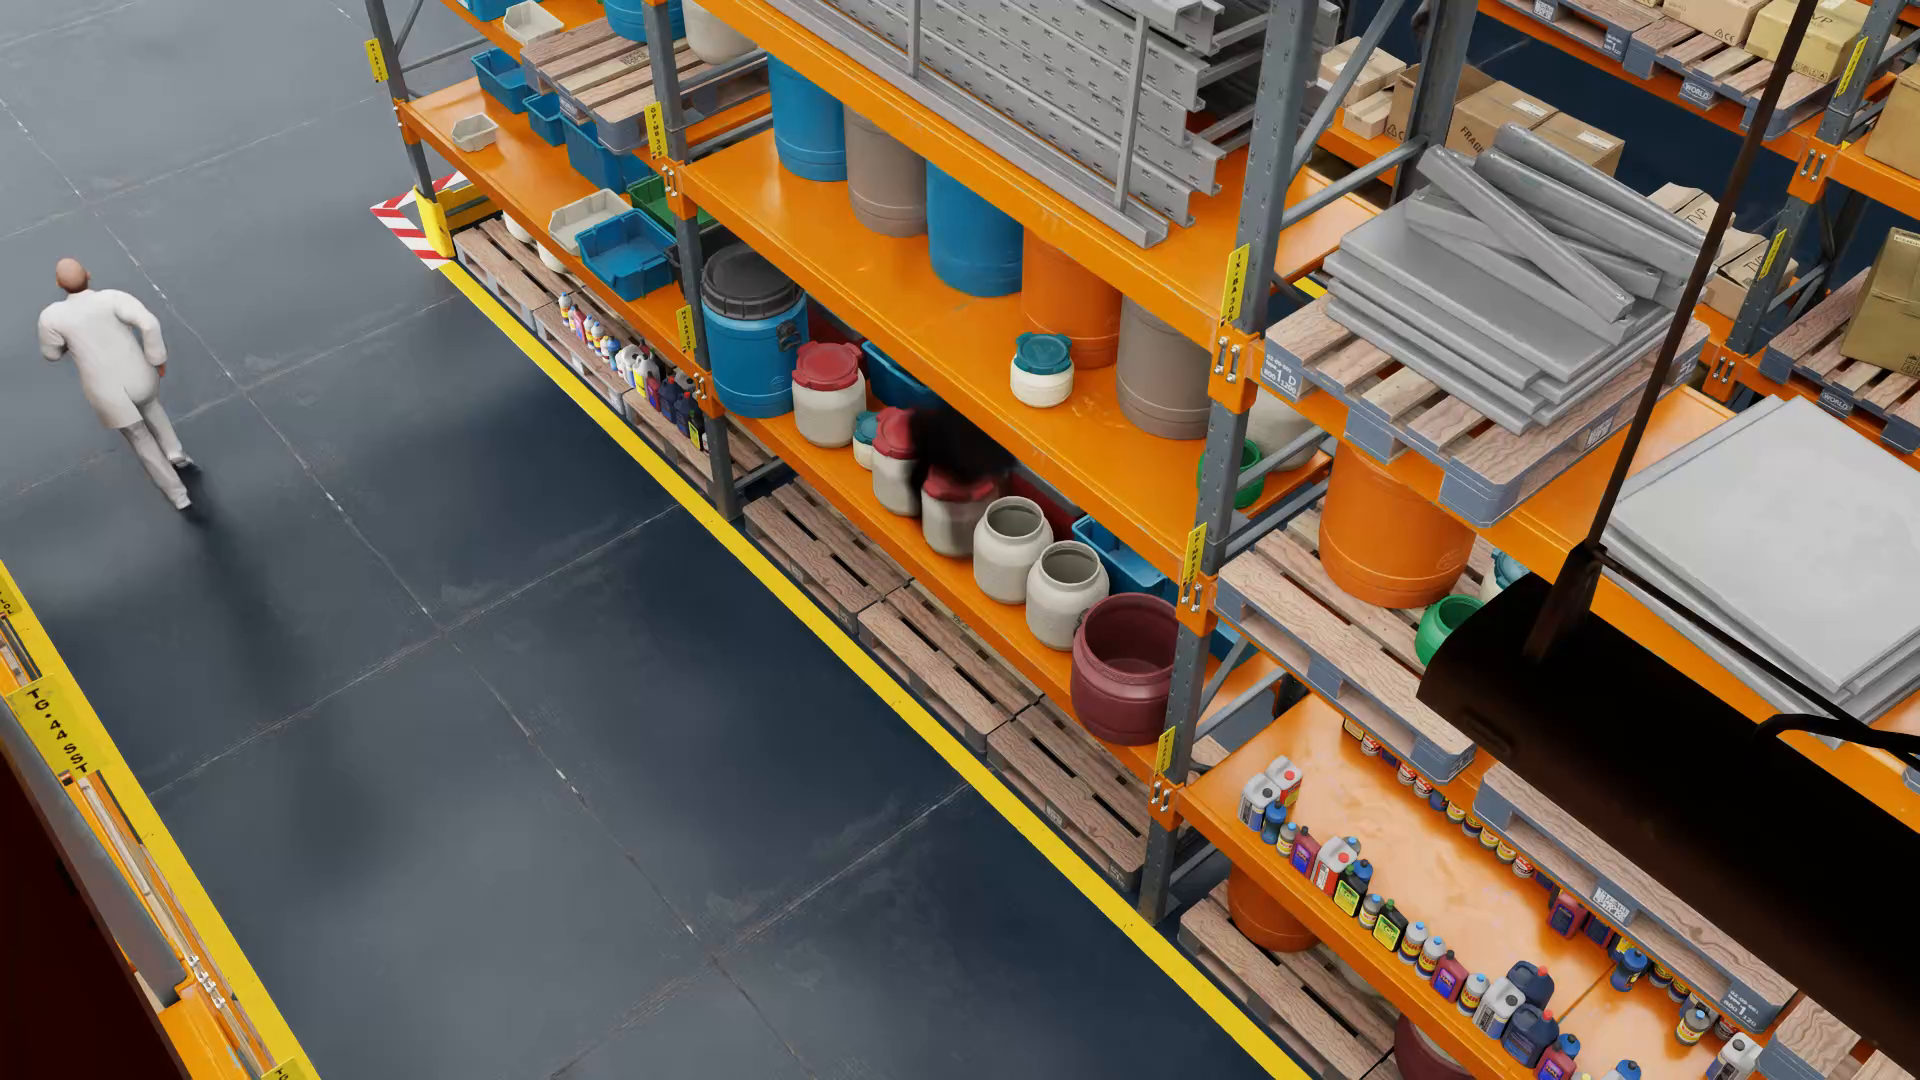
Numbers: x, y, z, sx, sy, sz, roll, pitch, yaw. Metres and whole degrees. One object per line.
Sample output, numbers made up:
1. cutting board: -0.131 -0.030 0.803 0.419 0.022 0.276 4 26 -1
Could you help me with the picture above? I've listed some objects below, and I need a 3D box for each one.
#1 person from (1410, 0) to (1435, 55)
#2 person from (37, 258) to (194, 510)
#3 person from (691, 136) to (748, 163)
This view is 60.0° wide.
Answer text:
1. person: 4.116 -4.582 14.182 0.686 1.716 0.588 23 51 20
2. person: -5.382 -0.938 10.745 0.685 1.738 0.921 -28 53 -24
3. person: -1.973 -3.486 13.120 0.680 1.714 0.708 19 49 17
